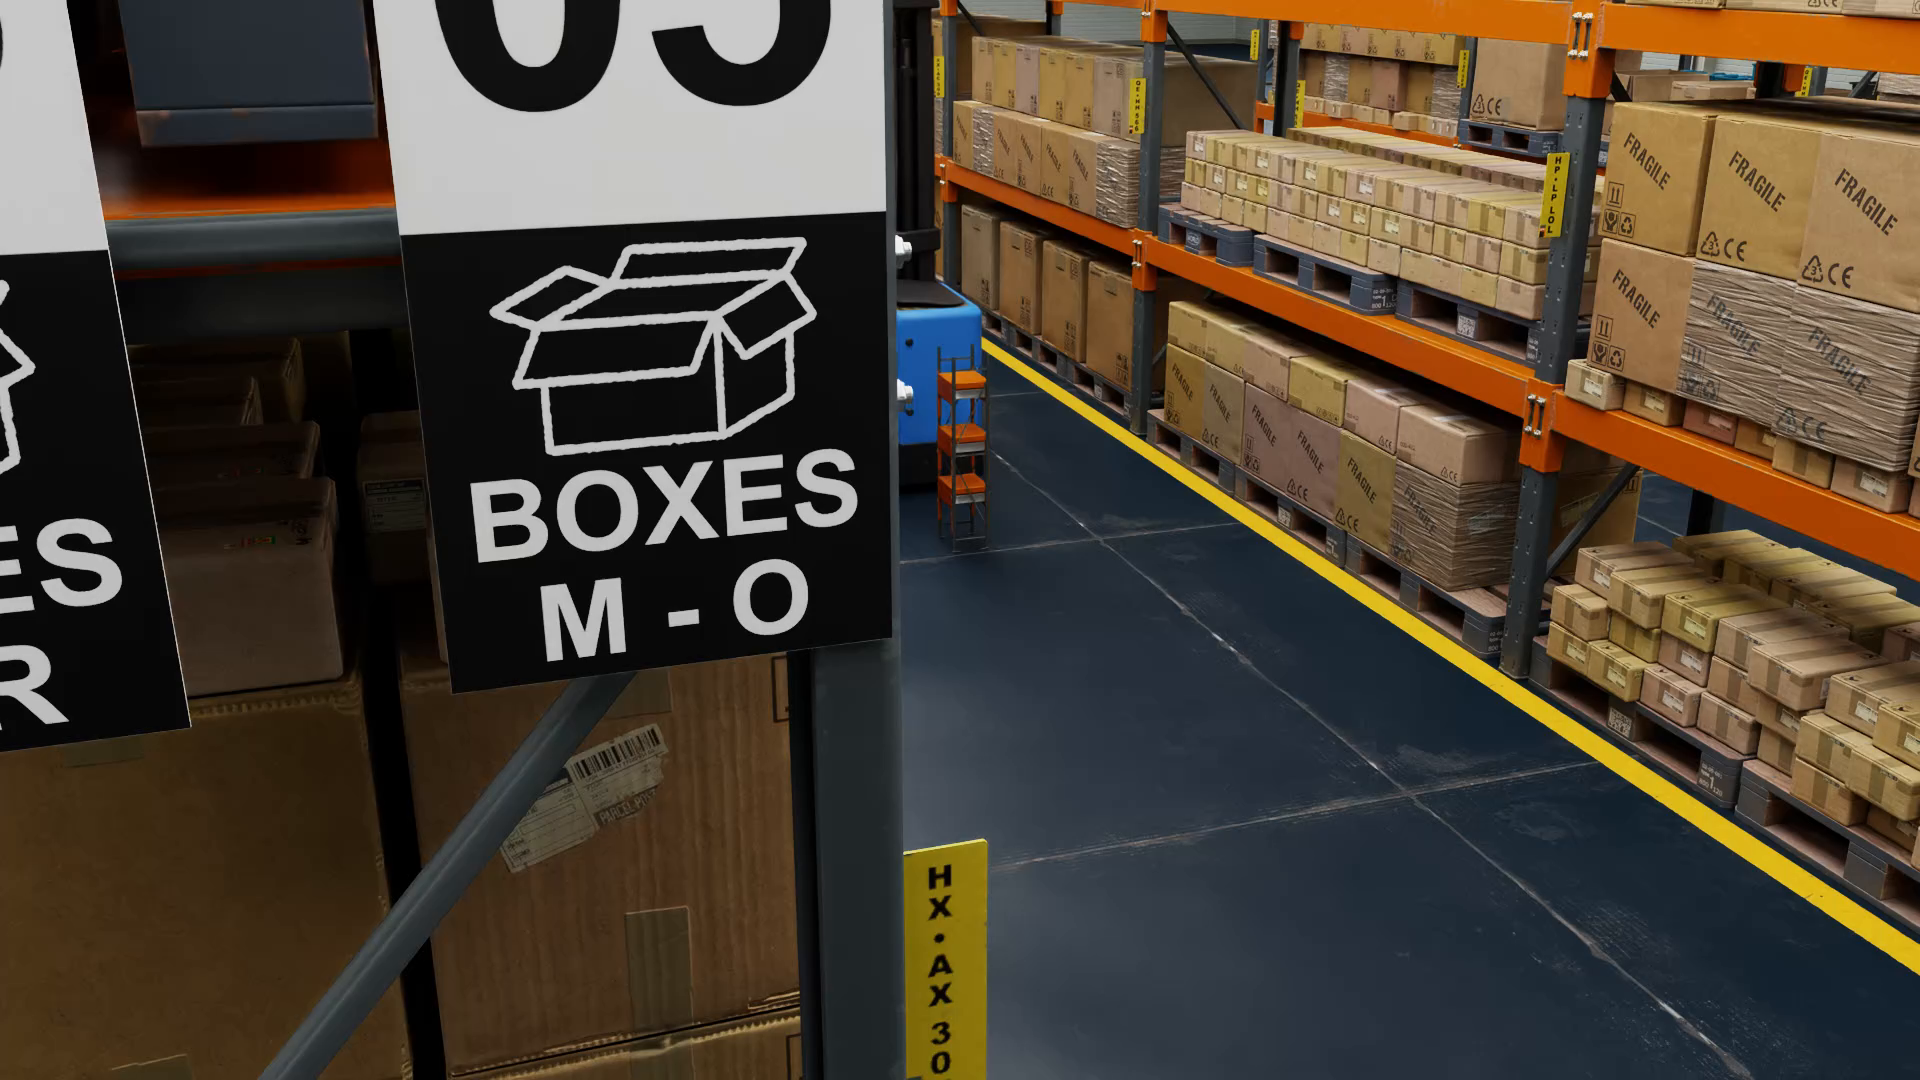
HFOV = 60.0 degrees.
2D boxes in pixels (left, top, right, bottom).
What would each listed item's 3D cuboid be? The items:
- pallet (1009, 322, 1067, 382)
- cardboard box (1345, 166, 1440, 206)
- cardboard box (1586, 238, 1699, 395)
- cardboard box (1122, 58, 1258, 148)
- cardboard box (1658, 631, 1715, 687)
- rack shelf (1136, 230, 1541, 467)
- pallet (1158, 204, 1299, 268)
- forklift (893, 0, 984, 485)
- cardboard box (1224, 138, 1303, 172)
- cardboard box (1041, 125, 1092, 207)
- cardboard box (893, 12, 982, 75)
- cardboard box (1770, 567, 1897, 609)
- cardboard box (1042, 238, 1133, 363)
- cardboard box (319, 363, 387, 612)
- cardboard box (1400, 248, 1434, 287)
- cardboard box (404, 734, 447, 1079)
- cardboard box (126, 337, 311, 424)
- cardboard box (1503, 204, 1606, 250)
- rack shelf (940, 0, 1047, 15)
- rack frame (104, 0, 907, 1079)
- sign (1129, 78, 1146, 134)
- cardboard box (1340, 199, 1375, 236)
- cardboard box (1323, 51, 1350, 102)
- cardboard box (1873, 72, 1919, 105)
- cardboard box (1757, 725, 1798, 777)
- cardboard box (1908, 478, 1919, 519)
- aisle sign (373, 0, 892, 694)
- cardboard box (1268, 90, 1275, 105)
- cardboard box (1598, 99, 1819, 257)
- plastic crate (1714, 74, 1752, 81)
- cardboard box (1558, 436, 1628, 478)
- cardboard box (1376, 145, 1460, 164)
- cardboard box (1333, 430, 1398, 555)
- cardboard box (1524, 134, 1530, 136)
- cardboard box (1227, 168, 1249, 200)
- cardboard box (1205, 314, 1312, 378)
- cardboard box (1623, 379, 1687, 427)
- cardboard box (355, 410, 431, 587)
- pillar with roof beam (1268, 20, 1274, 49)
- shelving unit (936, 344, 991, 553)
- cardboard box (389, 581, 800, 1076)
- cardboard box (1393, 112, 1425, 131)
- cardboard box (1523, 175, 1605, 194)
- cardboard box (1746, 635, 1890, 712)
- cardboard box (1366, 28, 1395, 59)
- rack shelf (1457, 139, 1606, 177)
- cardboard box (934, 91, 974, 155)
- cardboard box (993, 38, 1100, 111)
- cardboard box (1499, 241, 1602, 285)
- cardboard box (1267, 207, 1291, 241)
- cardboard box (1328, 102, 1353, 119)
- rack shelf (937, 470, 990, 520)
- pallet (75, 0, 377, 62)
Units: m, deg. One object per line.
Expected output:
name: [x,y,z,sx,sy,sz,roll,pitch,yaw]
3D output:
pallet: [1.049,-1.493,12.761,1.003,0.211,1.213,-6,21,-17]
cardboard box: [2.142,-1.756,8.238,0.380,0.149,0.250,-7,21,-20]
cardboard box: [2.778,-0.871,6.317,0.500,0.500,0.500,-7,21,-18]
cardboard box: [1.473,-2.816,10.693,0.700,0.500,0.500,-7,21,-17]
cardboard box: [2.948,0.430,6.437,0.380,0.149,0.250,-7,21,-18]
rack shelf: [2.233,-1.173,8.810,1.077,0.370,4.000,-6,21,-17]
pallet: [1.930,-1.846,9.903,1.213,0.211,1.003,-6,21,-17]
forklift: [-0.762,-2.119,10.481,1.130,2.935,3.031,-6,21,-15]
cardboard box: [1.726,-2.179,9.416,0.380,0.149,0.250,-7,21,-18]
cardboard box: [0.896,-2.637,11.674,0.500,0.500,0.500,-7,21,-18]
cardboard box: [-0.232,-4.659,15.632,0.875,0.550,0.500,-6,21,-17]
cardboard box: [3.424,0.237,6.534,0.380,0.149,0.250,-7,21,-18]
cardboard box: [1.221,-1.778,12.135,1.050,0.750,0.750,-6,21,-16]
cardboard box: [-1.270,0.001,2.849,0.500,0.500,0.500,-6,21,-17]
cardboard box: [2.312,-1.300,7.848,0.380,0.149,0.250,-7,21,-20]
cardboard box: [-0.612,0.581,2.714,0.500,0.500,0.500,-7,21,-18]
cardboard box: [-1.155,-0.183,2.402,0.380,0.149,0.250,-6,21,-16]
cardboard box: [2.550,-1.338,7.073,0.380,0.149,0.250,-5,20,-15]
rack shelf: [-0.281,-5.152,15.450,1.077,0.370,4.000,-6,21,-17]
rack frame: [-0.551,0.972,1.772,0.949,2.616,0.053,-6,21,-17]
sign: [1.079,-2.639,10.112,0.100,0.325,0.005,-6,21,-17]
cardboard box: [2.132,-1.619,8.297,0.380,0.149,0.250,-6,21,-17]
cardboard box: [4.365,-4.910,17.562,0.875,0.500,0.500,-6,21,-17]
cardboard box: [6.559,-2.931,11.008,0.797,0.503,0.637,-6,21,-15]
cardboard box: [3.127,0.743,6.006,0.380,0.149,0.250,-7,21,-20]
cardboard box: [3.229,-0.128,5.206,0.380,0.149,0.250,-6,21,-15]
aisle sign: [-0.250,-0.259,1.355,0.394,0.787,0.004,-6,21,-17]
cardboard box: [3.694,-4.981,18.717,0.380,0.149,0.250,-6,21,-17]
cardboard box: [2.772,-1.357,6.190,0.500,0.500,0.500,-6,21,-16]
plastic crate: [9.173,-5.334,19.549,0.499,0.251,0.408,-6,21,-17]
cardboard box: [2.880,-0.509,7.865,0.500,0.250,0.500,-7,21,-20]
cardboard box: [2.511,-2.076,9.130,0.380,0.149,0.250,-6,21,-17]
cardboard box: [2.229,-0.267,8.298,0.500,0.500,0.500,-7,21,-18]
cardboard box: [5.306,-3.915,15.749,0.380,0.149,0.250,-6,21,-17]
cardboard box: [1.740,-2.025,9.426,0.380,0.149,0.250,-7,21,-19]
cardboard box: [1.751,-1.118,9.559,0.500,0.250,0.500,-7,21,-18]
cardboard box: [2.792,-0.551,6.385,0.380,0.149,0.250,-6,21,-16]
cardboard box: [-0.547,-0.071,2.090,0.380,0.149,0.250,-6,21,-16]
pillar with roof beam: [5.463,-18.655,47.541,9.100,9.000,0.400,-6,21,-17]
shelving unit: [0.017,-0.477,8.691,0.215,1.050,0.252,-6,21,-17]
cardboard box: [-0.429,0.270,2.100,0.500,0.500,0.500,-7,21,-18]
cardboard box: [4.466,-4.088,16.231,0.380,0.149,0.250,-6,21,-17]
cardboard box: [2.927,-1.657,7.961,0.380,0.149,0.250,-7,21,-18]
cardboard box: [3.036,0.469,5.890,0.380,0.149,0.250,-6,21,-16]
cardboard box: [4.370,-5.026,16.404,0.500,0.500,0.500,-6,21,-17]
rack shelf: [5.716,-2.952,13.761,1.077,0.370,4.000,-6,21,-17]
cardboard box: [0.220,-3.625,14.350,0.875,0.550,0.550,-6,21,-17]
cardboard box: [0.673,-3.631,12.962,0.700,0.500,0.500,-7,21,-18]
cardboard box: [2.549,-1.196,7.120,0.380,0.149,0.250,-6,21,-16]
cardboard box: [1.895,-1.724,9.029,0.380,0.149,0.250,-6,21,-15]
cardboard box: [4.073,-4.489,17.348,0.380,0.149,0.250,-6,21,-17]
rack shelf: [0.017,-0.205,8.789,0.215,0.259,0.240,-6,21,-17]
pallet: [-1.179,-1.027,3.033,1.003,0.211,1.213,-6,21,-17]
